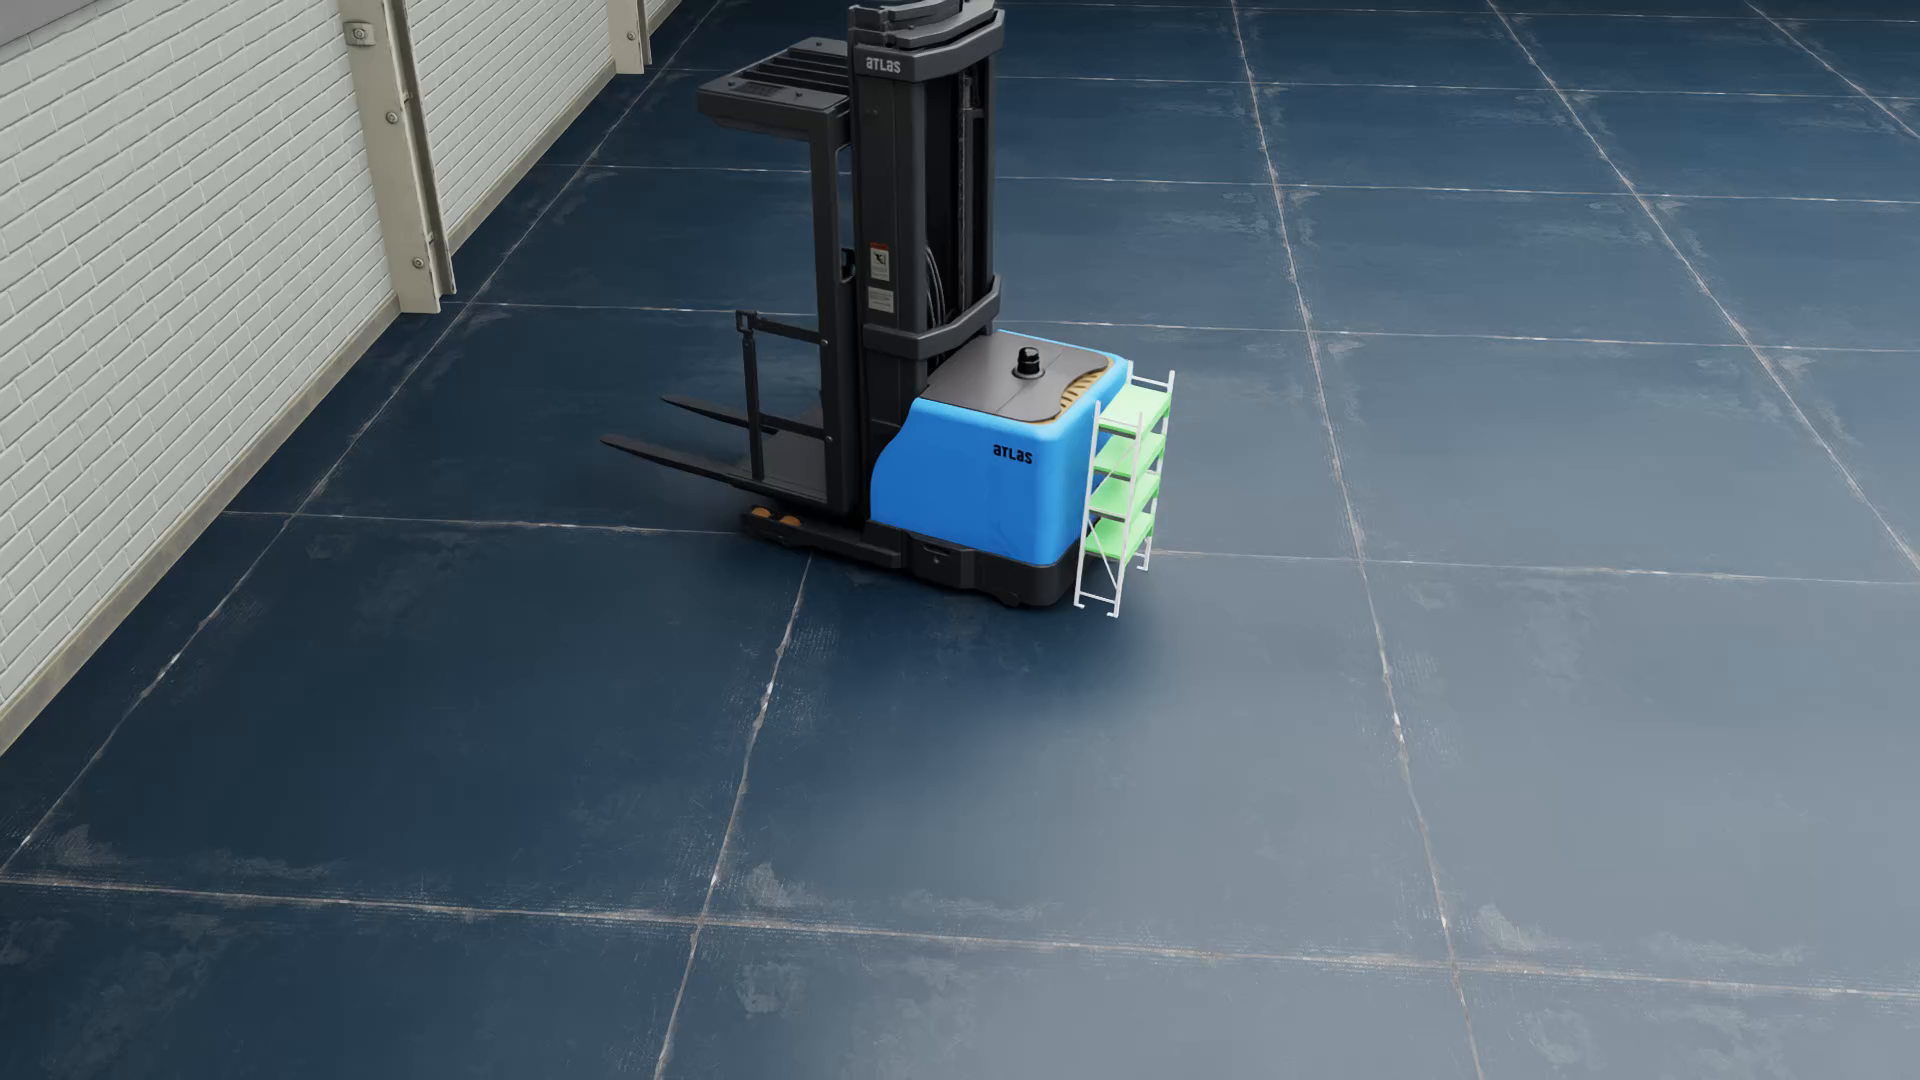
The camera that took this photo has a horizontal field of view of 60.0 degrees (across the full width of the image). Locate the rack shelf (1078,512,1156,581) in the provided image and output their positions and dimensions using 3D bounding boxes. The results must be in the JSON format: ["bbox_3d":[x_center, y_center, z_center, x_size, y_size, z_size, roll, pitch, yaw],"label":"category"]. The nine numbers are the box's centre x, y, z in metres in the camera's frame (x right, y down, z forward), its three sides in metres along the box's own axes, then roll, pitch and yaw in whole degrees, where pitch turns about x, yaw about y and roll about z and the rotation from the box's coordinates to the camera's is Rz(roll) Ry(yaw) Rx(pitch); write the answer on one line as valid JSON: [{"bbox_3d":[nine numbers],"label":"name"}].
[{"bbox_3d":[0.818,0.001,8.668,0.258,0.148,0.480,16,35,18],"label":"rack shelf"}]

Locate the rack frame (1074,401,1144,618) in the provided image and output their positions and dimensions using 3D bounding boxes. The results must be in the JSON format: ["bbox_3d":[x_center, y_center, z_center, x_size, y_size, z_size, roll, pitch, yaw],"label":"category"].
[{"bbox_3d":[0.737,-0.136,8.313,0.240,1.200,0.015,16,35,18],"label":"rack frame"}]

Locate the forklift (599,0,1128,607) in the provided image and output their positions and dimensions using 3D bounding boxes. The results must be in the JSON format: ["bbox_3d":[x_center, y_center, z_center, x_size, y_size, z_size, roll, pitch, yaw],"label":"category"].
[{"bbox_3d":[-0.637,-1.439,8.791,3.031,2.935,1.130,15,35,23],"label":"forklift"}]

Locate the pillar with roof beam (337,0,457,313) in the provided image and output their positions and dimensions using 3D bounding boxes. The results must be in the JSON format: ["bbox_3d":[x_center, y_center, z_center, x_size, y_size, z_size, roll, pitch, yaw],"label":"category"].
[{"bbox_3d":[0.426,-5.376,9.396,9.100,9.000,0.400,2,32,4],"label":"pillar with roof beam"}]

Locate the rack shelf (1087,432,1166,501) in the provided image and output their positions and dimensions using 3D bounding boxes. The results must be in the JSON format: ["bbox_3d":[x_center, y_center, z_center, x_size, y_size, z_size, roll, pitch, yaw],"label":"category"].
[{"bbox_3d":[0.844,-0.401,8.407,0.258,0.148,0.480,16,35,18],"label":"rack shelf"}]

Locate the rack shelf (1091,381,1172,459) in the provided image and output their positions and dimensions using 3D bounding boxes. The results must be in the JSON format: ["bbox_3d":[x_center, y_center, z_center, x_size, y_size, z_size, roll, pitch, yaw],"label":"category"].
[{"bbox_3d":[0.856,-0.602,8.277,0.258,0.148,0.480,16,35,18],"label":"rack shelf"}]

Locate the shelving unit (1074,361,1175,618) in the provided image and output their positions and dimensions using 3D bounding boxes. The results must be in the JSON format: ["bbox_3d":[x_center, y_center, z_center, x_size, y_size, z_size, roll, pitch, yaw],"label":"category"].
[{"bbox_3d":[0.834,-0.253,8.503,0.258,1.200,0.503,16,35,18],"label":"shelving unit"}]

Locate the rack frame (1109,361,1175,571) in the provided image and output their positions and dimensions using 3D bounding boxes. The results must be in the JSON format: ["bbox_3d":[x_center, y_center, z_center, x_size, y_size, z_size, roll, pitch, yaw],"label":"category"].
[{"bbox_3d":[0.932,-0.370,8.693,0.240,1.200,0.015,16,35,18],"label":"rack frame"}]

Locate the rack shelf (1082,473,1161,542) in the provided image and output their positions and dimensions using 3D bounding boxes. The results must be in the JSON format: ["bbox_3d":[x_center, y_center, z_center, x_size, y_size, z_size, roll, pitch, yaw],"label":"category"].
[{"bbox_3d":[0.831,-0.200,8.538,0.258,0.148,0.480,16,35,18],"label":"rack shelf"}]

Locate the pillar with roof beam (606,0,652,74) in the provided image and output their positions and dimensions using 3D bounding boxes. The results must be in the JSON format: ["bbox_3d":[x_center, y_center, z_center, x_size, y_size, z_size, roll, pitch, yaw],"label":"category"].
[{"bbox_3d":[0.915,-8.513,14.487,9.100,9.000,0.400,2,32,4],"label":"pillar with roof beam"}]
